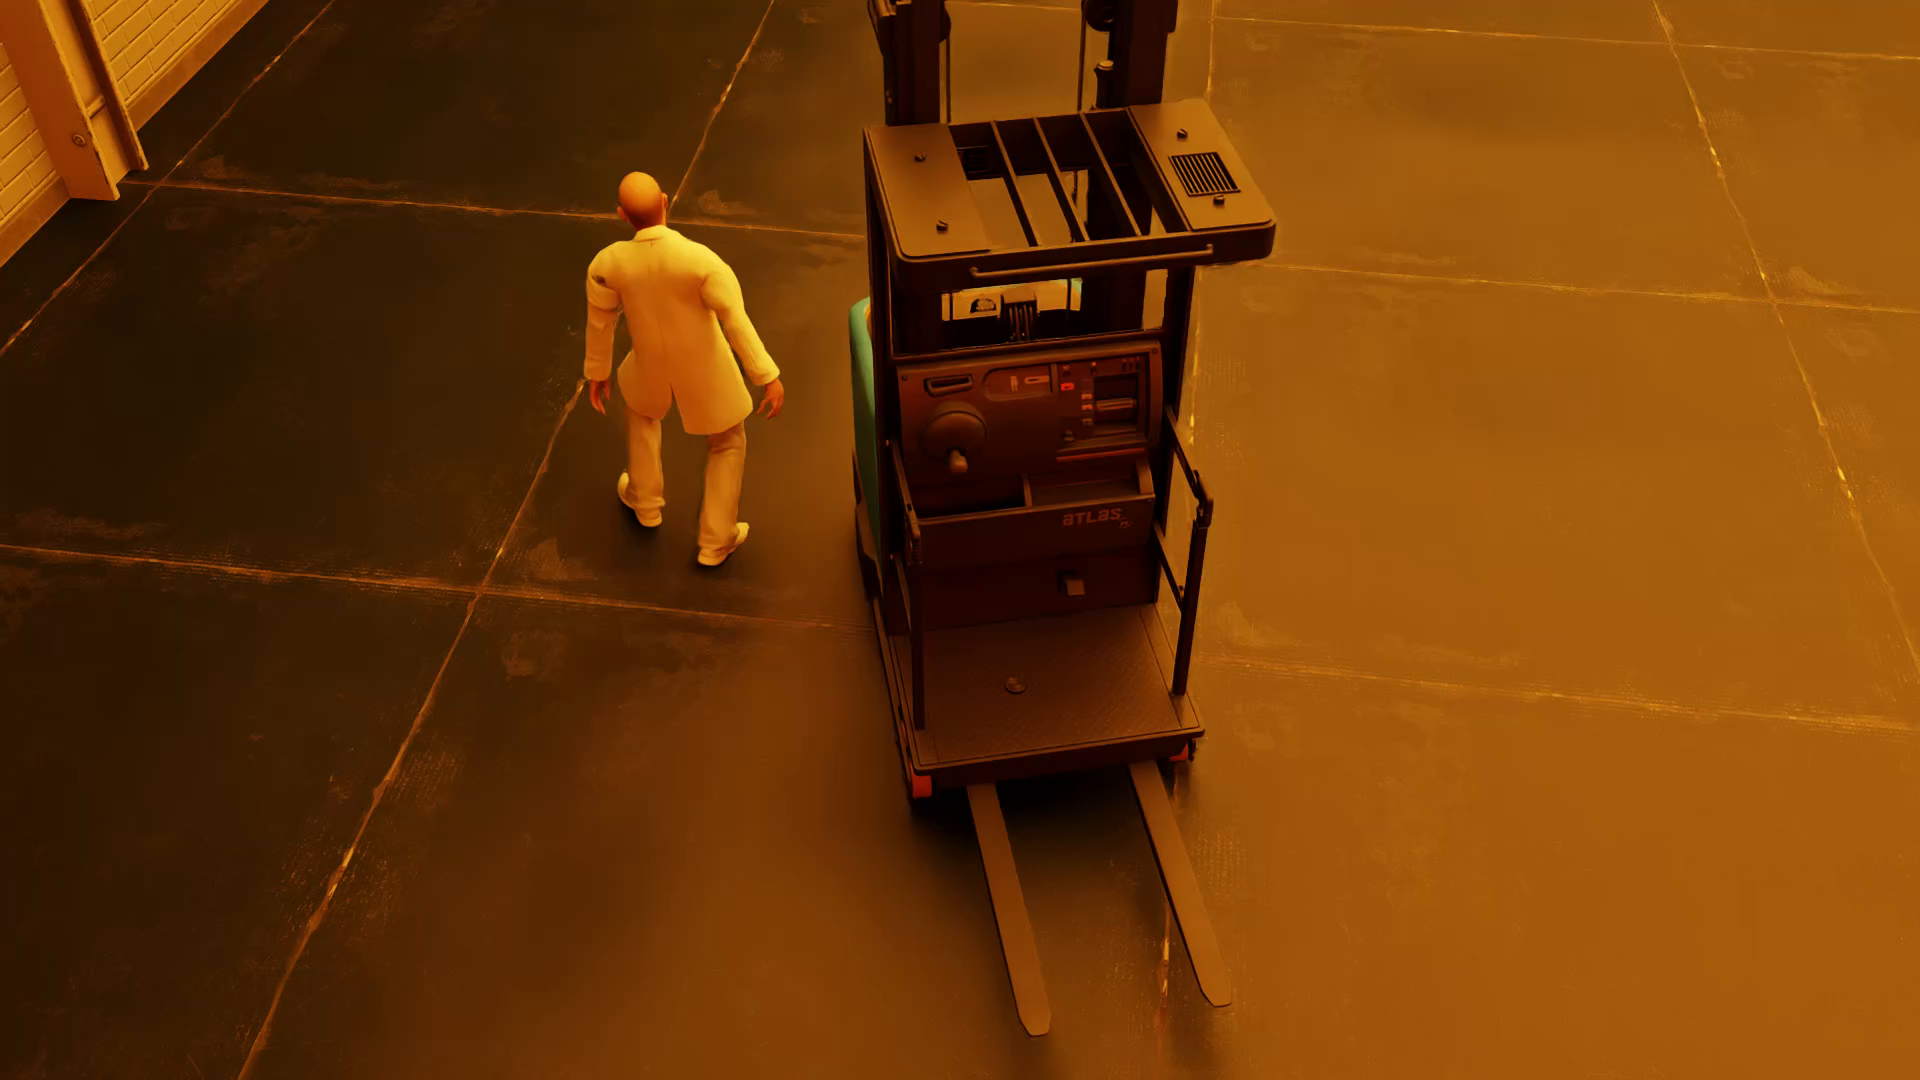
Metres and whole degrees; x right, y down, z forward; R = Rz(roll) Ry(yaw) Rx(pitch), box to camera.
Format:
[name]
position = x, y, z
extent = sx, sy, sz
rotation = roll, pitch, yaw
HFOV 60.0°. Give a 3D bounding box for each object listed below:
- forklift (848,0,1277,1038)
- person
[forklift]
position = 0.288, -0.371, 5.628
extent = 1.130, 2.935, 3.031
rotation = -7, 43, -7
[person]
position = -1.149, -0.678, 6.904
extent = 0.906, 1.759, 0.568
rotation = 10, 44, 11
